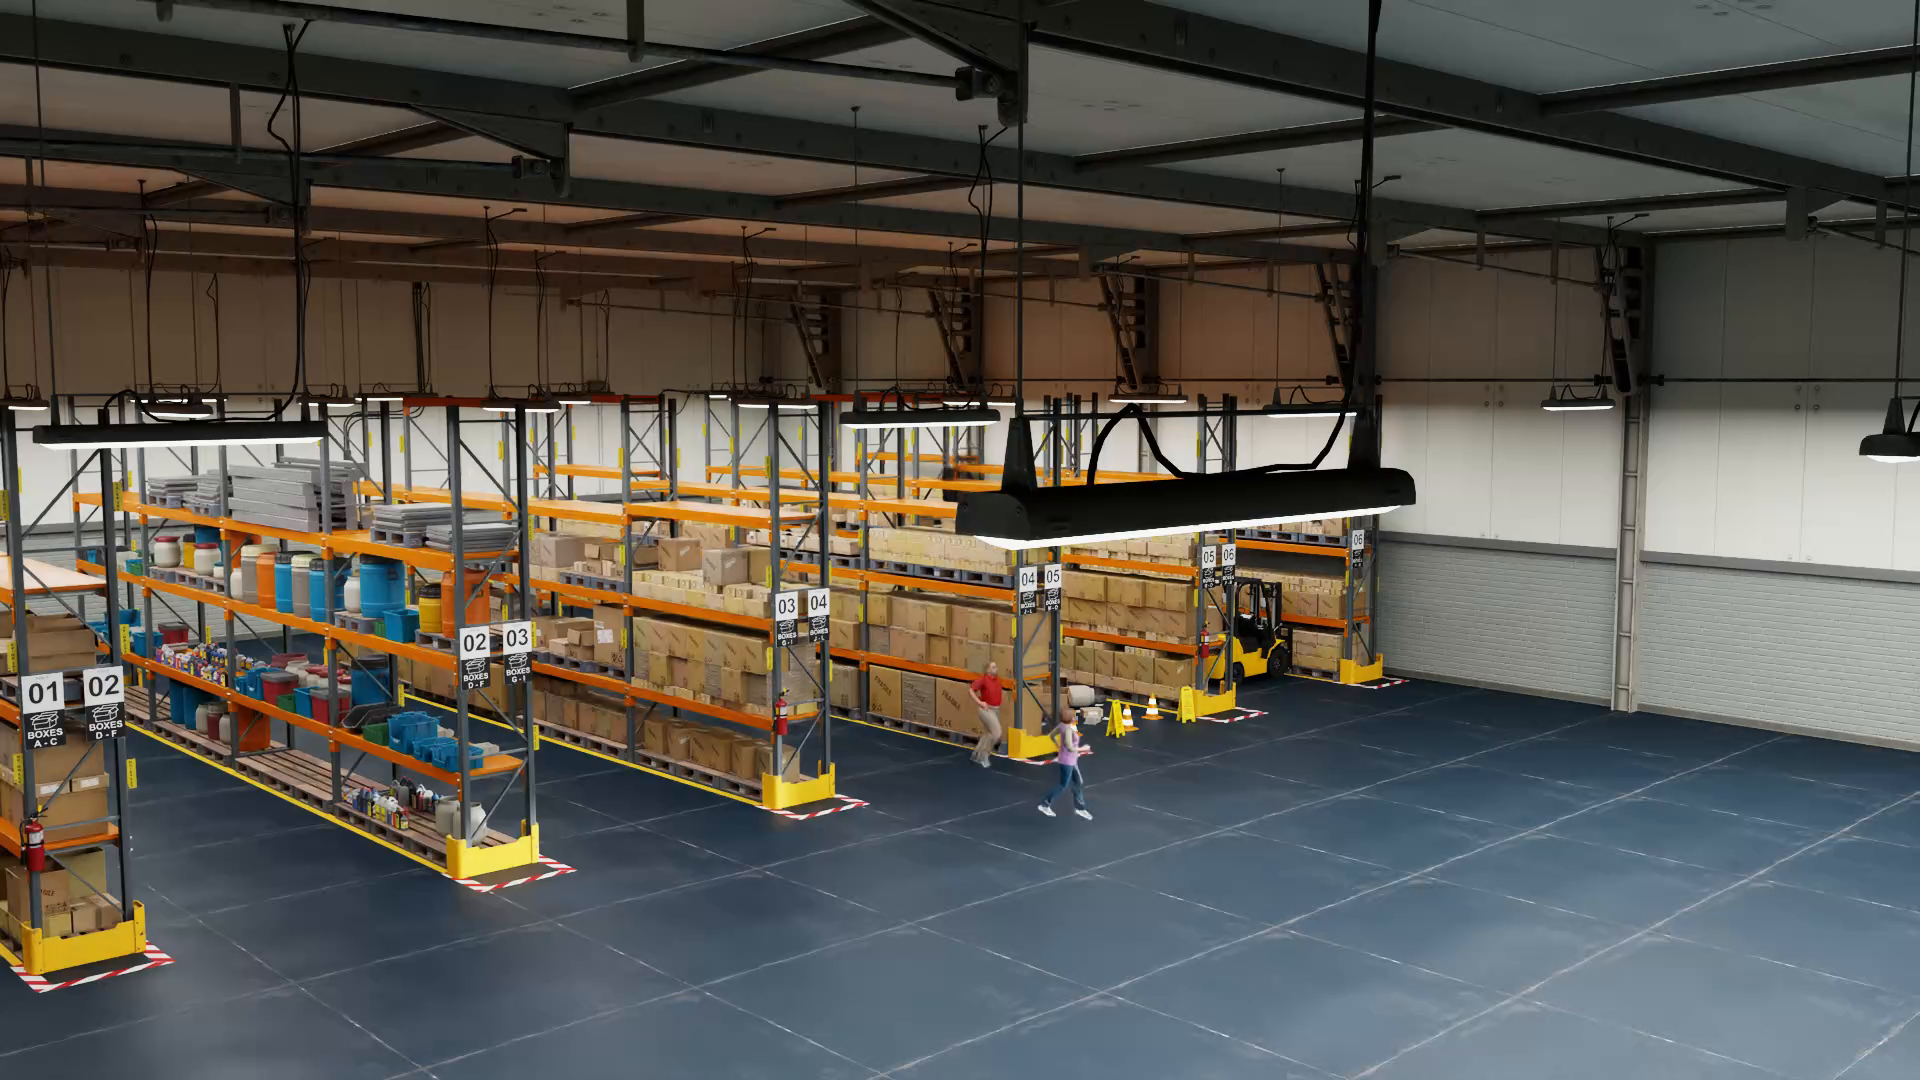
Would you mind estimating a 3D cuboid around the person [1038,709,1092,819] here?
[{"bbox_3d":[1.516,3.234,23.879,0.800,1.616,0.545,0,6,-2],"label":"person"}]

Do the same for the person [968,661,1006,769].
[{"bbox_3d":[0.490,2.864,27.266,0.620,1.756,0.691,3,6,30],"label":"person"}]

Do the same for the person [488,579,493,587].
[{"bbox_3d":[-11.025,1.743,38.760,0.688,1.766,0.716,-1,6,-11],"label":"person"}]

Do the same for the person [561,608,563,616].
[{"bbox_3d":[-8.071,2.217,33.439,0.716,1.783,0.900,-5,7,-42],"label":"person"}]
